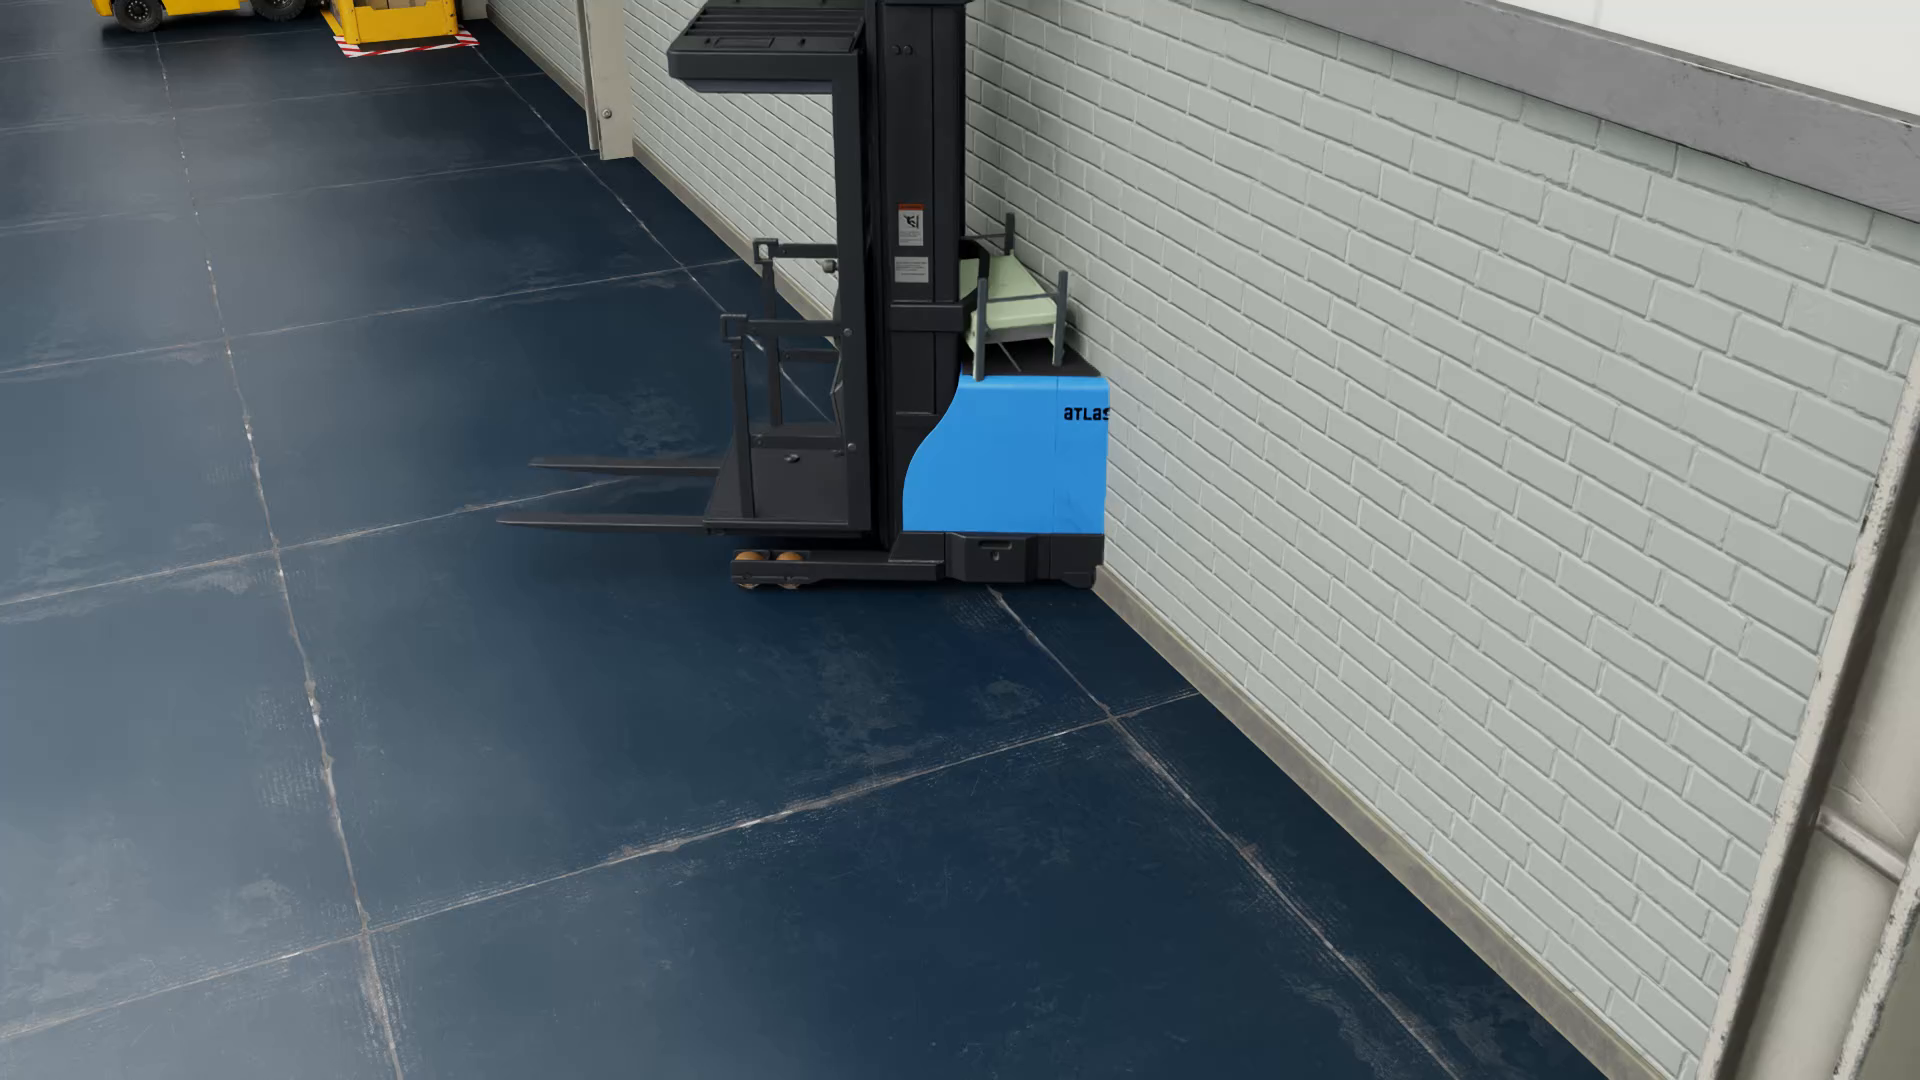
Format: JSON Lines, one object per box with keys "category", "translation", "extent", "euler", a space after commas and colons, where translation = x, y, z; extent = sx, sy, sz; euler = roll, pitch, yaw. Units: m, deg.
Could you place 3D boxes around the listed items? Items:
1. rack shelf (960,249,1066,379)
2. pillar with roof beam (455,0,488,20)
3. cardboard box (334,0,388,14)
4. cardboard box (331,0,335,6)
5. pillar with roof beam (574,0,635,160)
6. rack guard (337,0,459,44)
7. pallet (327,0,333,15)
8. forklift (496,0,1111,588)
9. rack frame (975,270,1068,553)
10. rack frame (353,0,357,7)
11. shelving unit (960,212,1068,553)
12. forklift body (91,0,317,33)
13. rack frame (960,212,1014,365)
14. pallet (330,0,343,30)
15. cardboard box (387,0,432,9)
{"category": "rack shelf", "translation": [0.157, -1.013, 7.623], "extent": [0.431, 0.370, 0.720], "euler": [-8, 33, -15]}
{"category": "pillar with roof beam", "translation": [-9.407, -8.971, 15.047], "extent": [9.100, 9.000, 0.400], "euler": [-13, 32, -22]}
{"category": "cardboard box", "translation": [-6.521, -5.886, 18.062], "extent": [0.500, 0.250, 0.500], "euler": [-13, 32, -22]}
{"category": "cardboard box", "translation": [-6.726, -6.108, 18.458], "extent": [0.500, 0.250, 0.500], "euler": [-13, 32, -22]}
{"category": "pillar with roof beam", "translation": [-6.831, -6.320, 10.321], "extent": [9.100, 9.000, 0.400], "euler": [-13, 32, -22]}
{"category": "rack guard", "translation": [-6.024, -5.660, 17.833], "extent": [1.175, 0.500, 0.348], "euler": [-13, 32, -22]}
{"category": "pallet", "translation": [-6.920, -6.412, 19.469], "extent": [1.003, 0.211, 1.213], "euler": [-13, 32, -22]}
{"category": "forklift", "translation": [-0.696, -1.308, 7.586], "extent": [3.031, 2.935, 1.130], "euler": [1, 29, 2]}
{"category": "rack frame", "translation": [0.254, -0.496, 7.528], "extent": [0.400, 1.500, 0.023], "euler": [-8, 33, -15]}
{"category": "rack frame", "translation": [-6.034, -6.761, 17.241], "extent": [1.000, 3.000, 0.127], "euler": [-13, 32, -22]}
{"category": "shelving unit", "translation": [0.148, -0.680, 7.825], "extent": [0.431, 1.500, 0.755], "euler": [-8, 33, -15]}
{"category": "forklift body", "translation": [-8.496, -6.846, 18.259], "extent": [2.313, 2.155, 1.214], "euler": [-13, 32, -22]}
{"category": "rack frame", "translation": [0.042, -0.864, 8.123], "extent": [0.400, 1.500, 0.023], "euler": [-8, 33, -15]}
{"category": "pallet", "translation": [-6.400, -5.874, 18.509], "extent": [1.003, 0.211, 1.213], "euler": [-13, 32, -22]}
{"category": "cardboard box", "translation": [-6.068, -6.003, 18.271], "extent": [0.500, 0.250, 0.500], "euler": [-13, 32, -22]}
